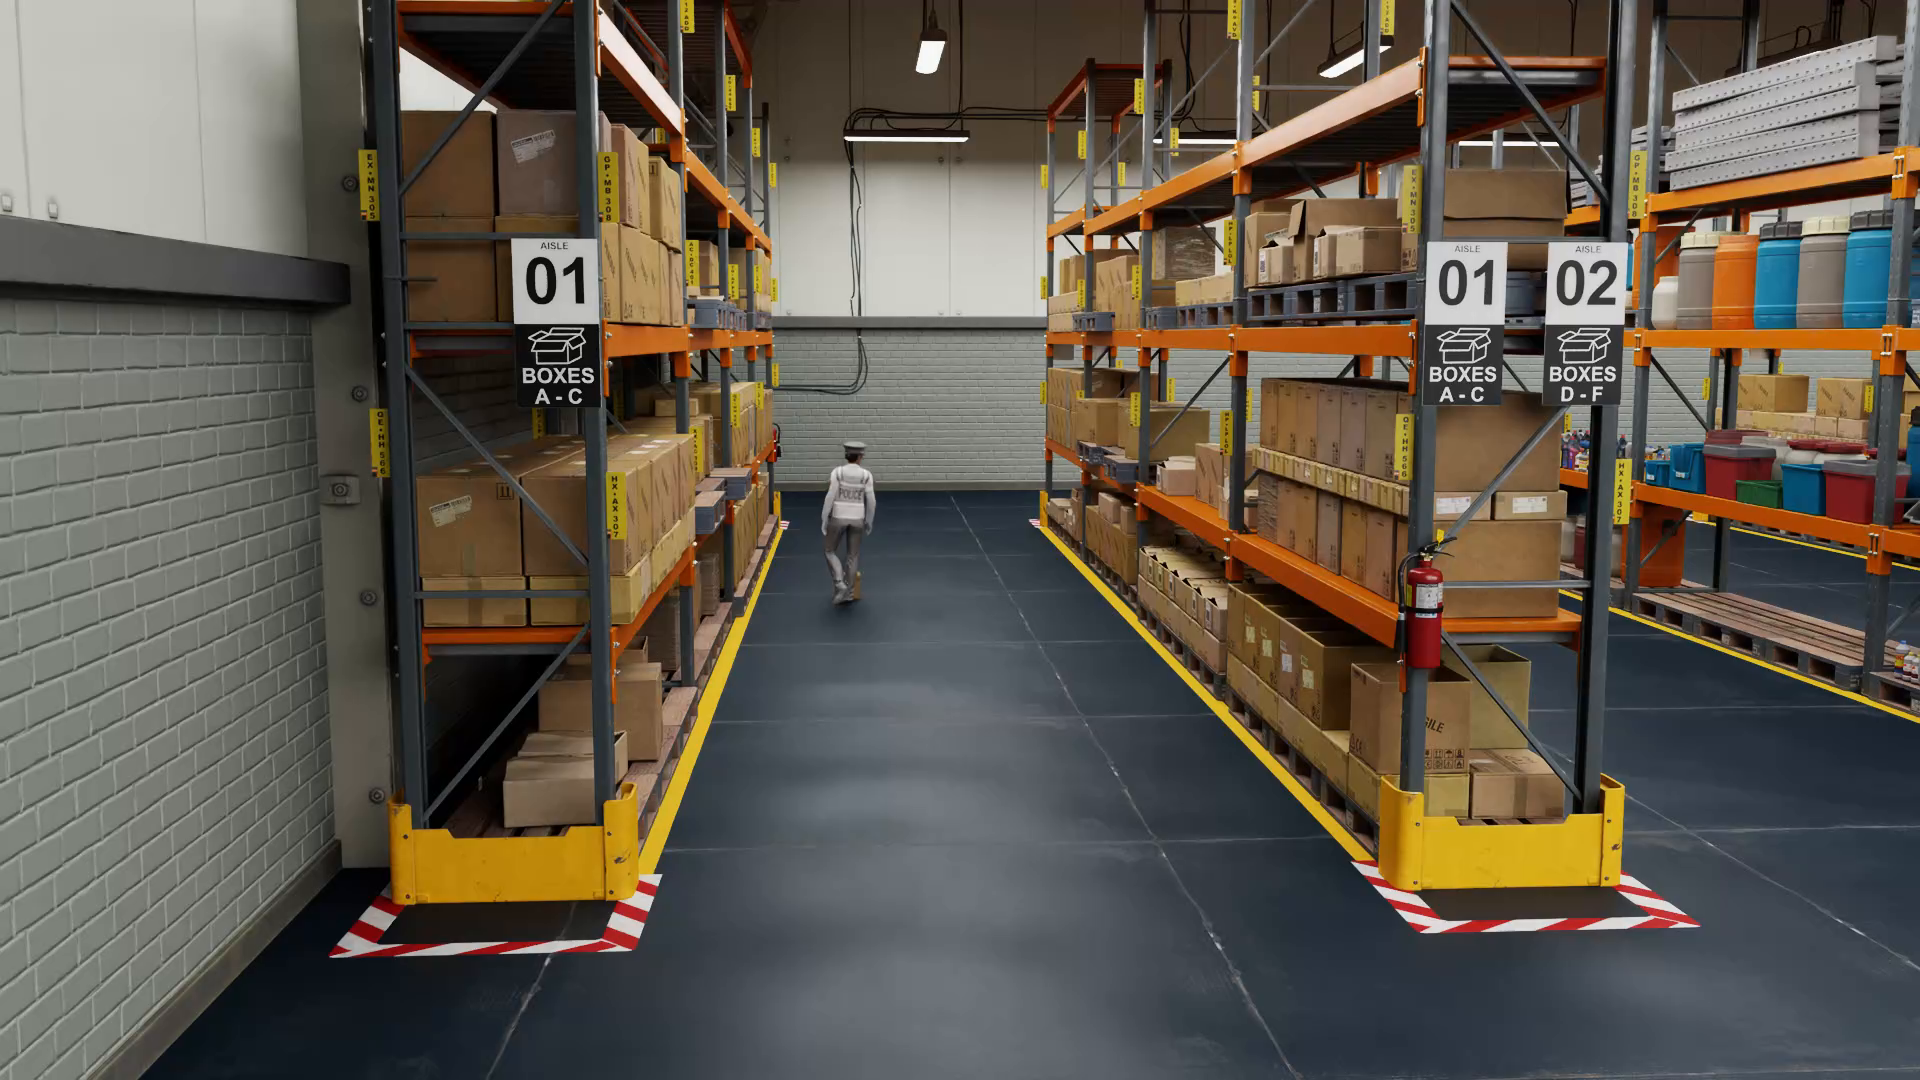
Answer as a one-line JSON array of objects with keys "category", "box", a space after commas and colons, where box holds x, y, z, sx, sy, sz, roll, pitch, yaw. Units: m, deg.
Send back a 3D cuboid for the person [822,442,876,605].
[{"category": "person", "box": [-1.159, -0.178, 17.125, 0.558, 1.674, 0.518, -2, 7, -14]}]
